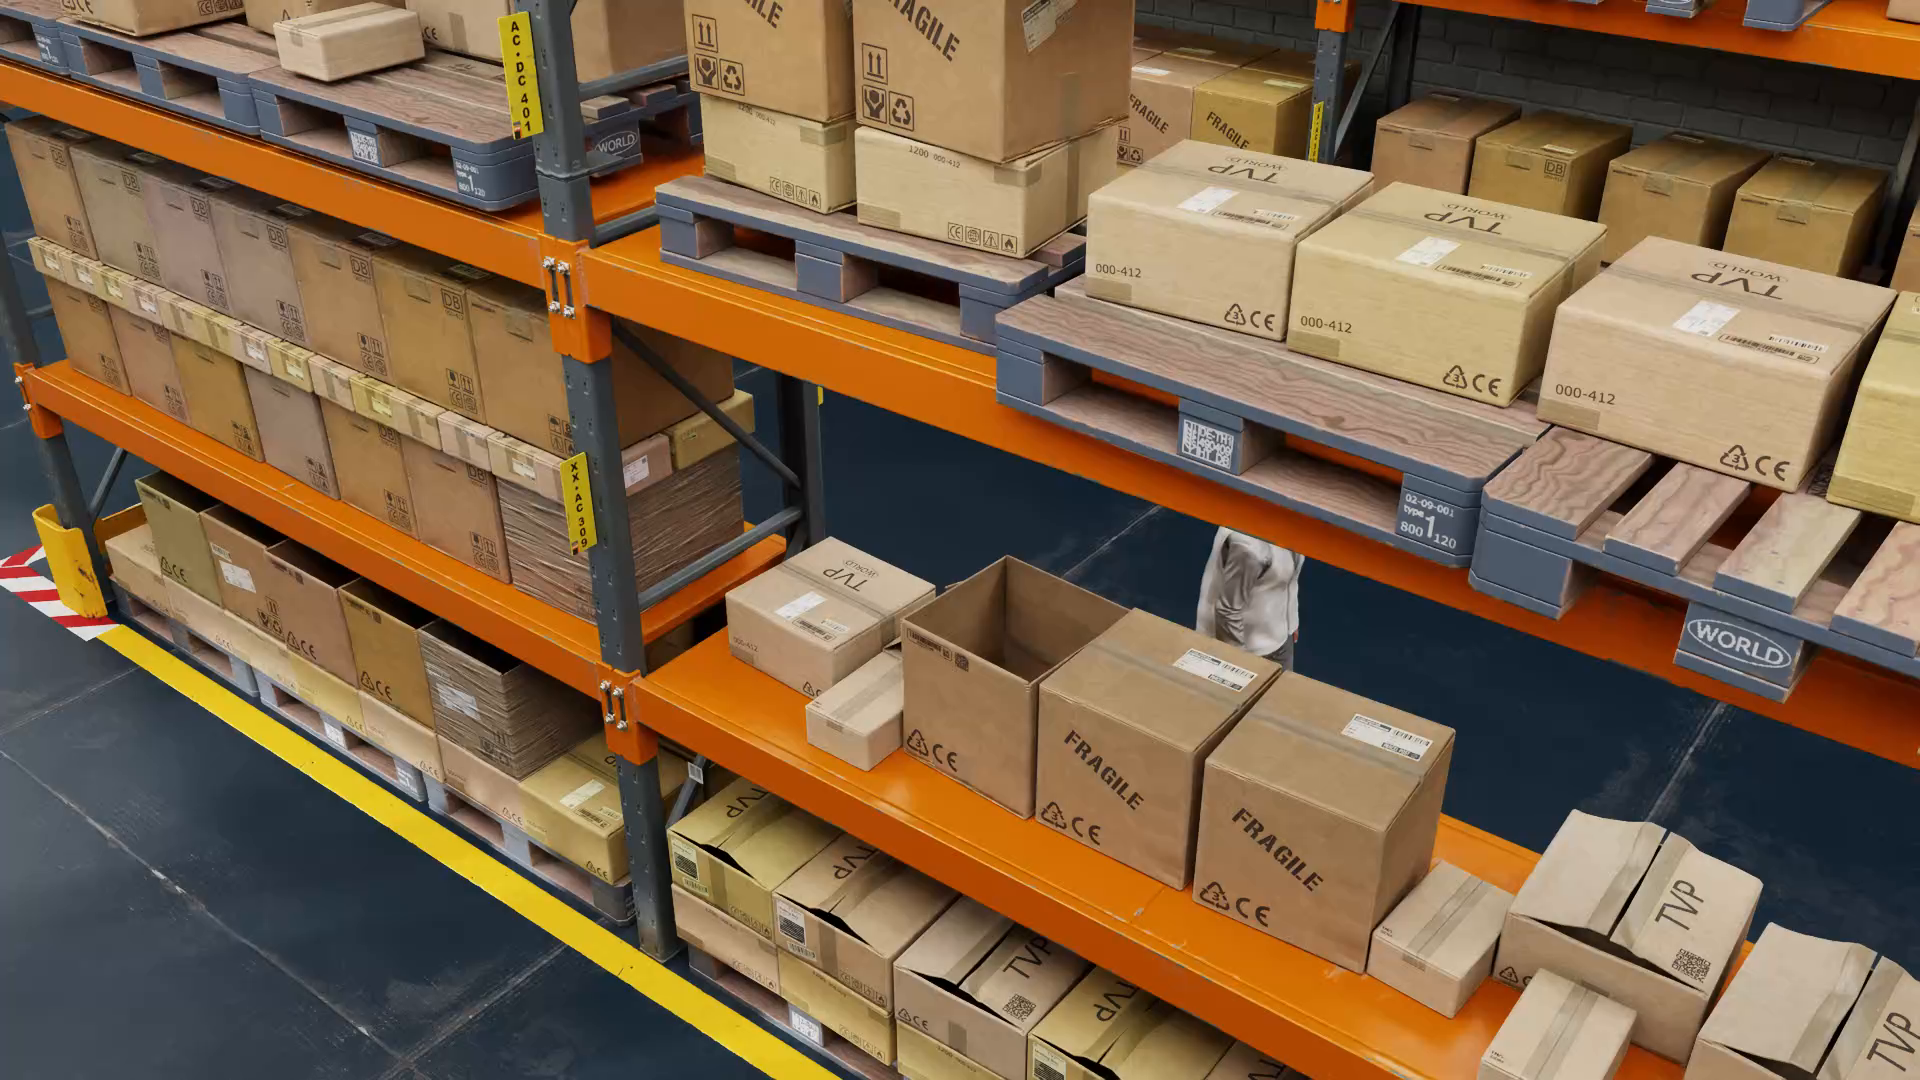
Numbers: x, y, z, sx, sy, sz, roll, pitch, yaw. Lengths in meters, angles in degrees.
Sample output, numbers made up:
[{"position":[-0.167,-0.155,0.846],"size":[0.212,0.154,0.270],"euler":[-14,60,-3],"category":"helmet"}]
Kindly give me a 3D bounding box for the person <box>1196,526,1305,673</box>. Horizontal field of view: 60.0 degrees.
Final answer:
[{"position":[1.160,0.378,6.470],"size":[0.464,1.770,0.589],"euler":[19,36,29],"category":"person"}]
